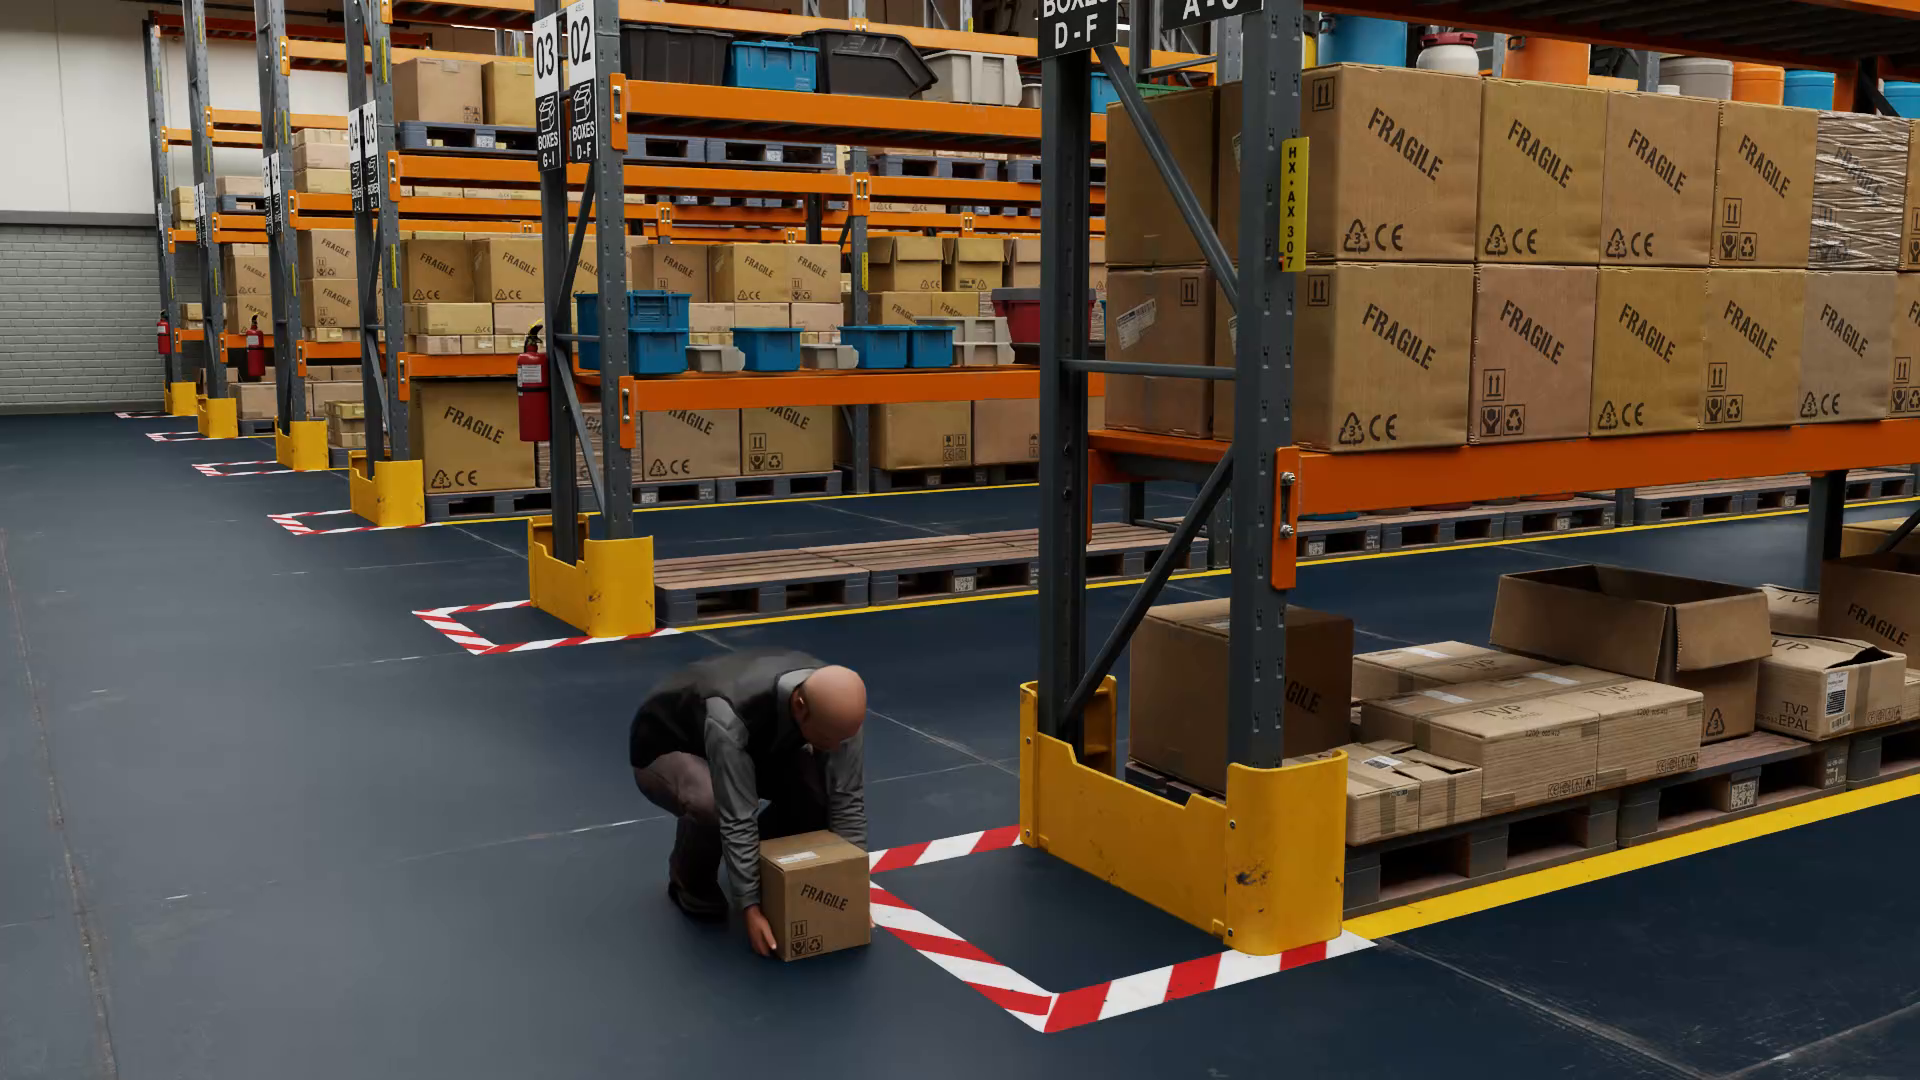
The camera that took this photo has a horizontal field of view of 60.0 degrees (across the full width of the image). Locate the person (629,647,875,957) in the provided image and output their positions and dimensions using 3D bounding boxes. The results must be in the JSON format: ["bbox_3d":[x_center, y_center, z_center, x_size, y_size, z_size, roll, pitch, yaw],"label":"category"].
[{"bbox_3d":[-0.571,0.708,4.666,0.515,0.842,0.905,-5,10,-34],"label":"person"}]
